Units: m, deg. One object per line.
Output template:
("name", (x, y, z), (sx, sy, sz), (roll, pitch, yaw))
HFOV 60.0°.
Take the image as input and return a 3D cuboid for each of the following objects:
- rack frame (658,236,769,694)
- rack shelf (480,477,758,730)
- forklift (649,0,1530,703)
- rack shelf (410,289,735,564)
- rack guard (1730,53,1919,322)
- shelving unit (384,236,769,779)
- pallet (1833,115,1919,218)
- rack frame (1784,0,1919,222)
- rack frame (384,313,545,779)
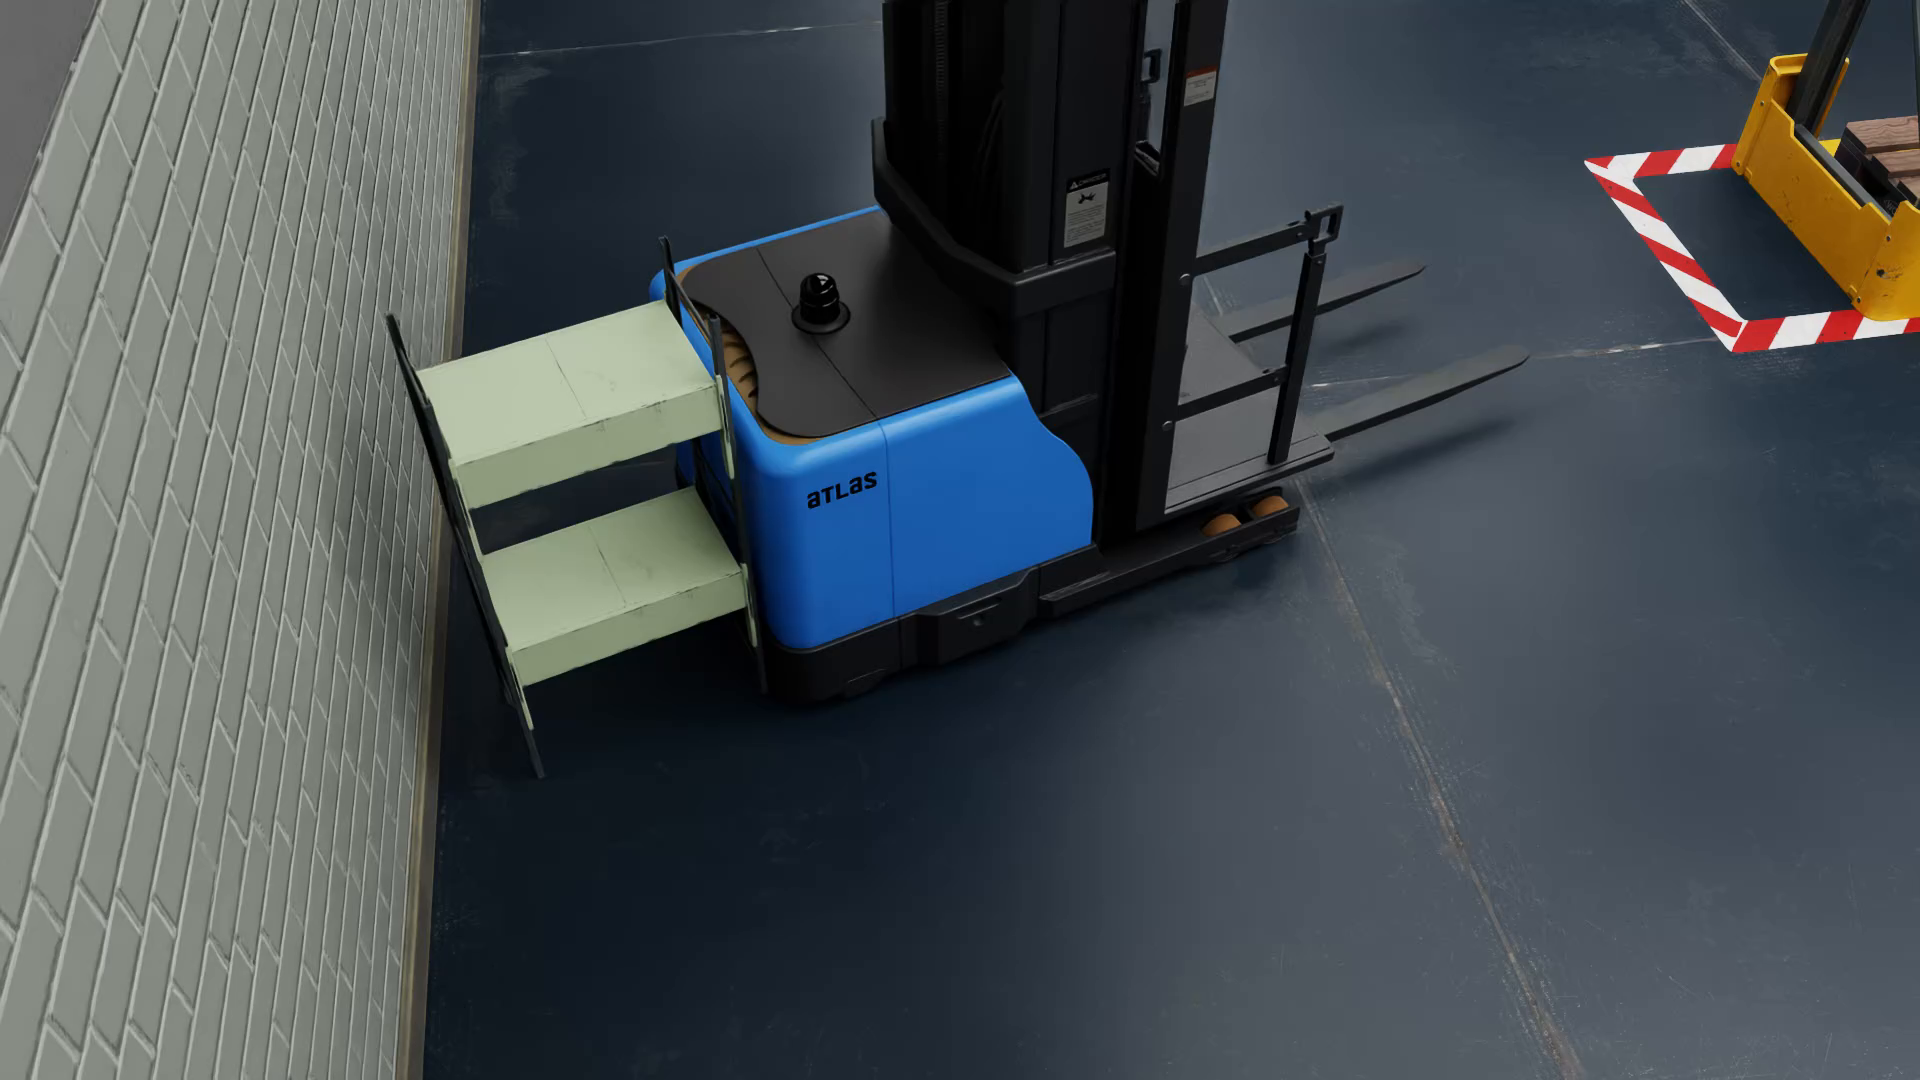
("rack frame", (-0.707, -0.162, 4.865), (0.023, 1.500, 0.400), (-20, 49, -18))
("rack shelf", (-1.034, 0.182, 4.985), (0.720, 0.370, 0.431), (-20, 49, -18))
("forklift", (0.591, -1.263, 4.932), (3.031, 2.935, 1.130), (-20, 49, -18))
("rack shelf", (-1.034, -0.314, 4.470), (0.720, 0.370, 0.431), (-20, 49, -18))
("rack guard", (3.662, -1.467, 6.816), (0.348, 0.500, 1.175), (-7, 46, -7))
("shelving unit", (-1.034, -0.044, 4.751), (0.755, 1.500, 0.431), (-20, 49, -18))
("pallet", (4.503, -1.453, 7.003), (1.213, 0.211, 1.003), (-7, 46, -7))
("rack frame", (3.684, -2.346, 5.928), (0.127, 3.000, 1.000), (-7, 46, -7))
("rack frame", (-1.361, 0.075, 4.636), (0.023, 1.500, 0.400), (-20, 49, -18))
